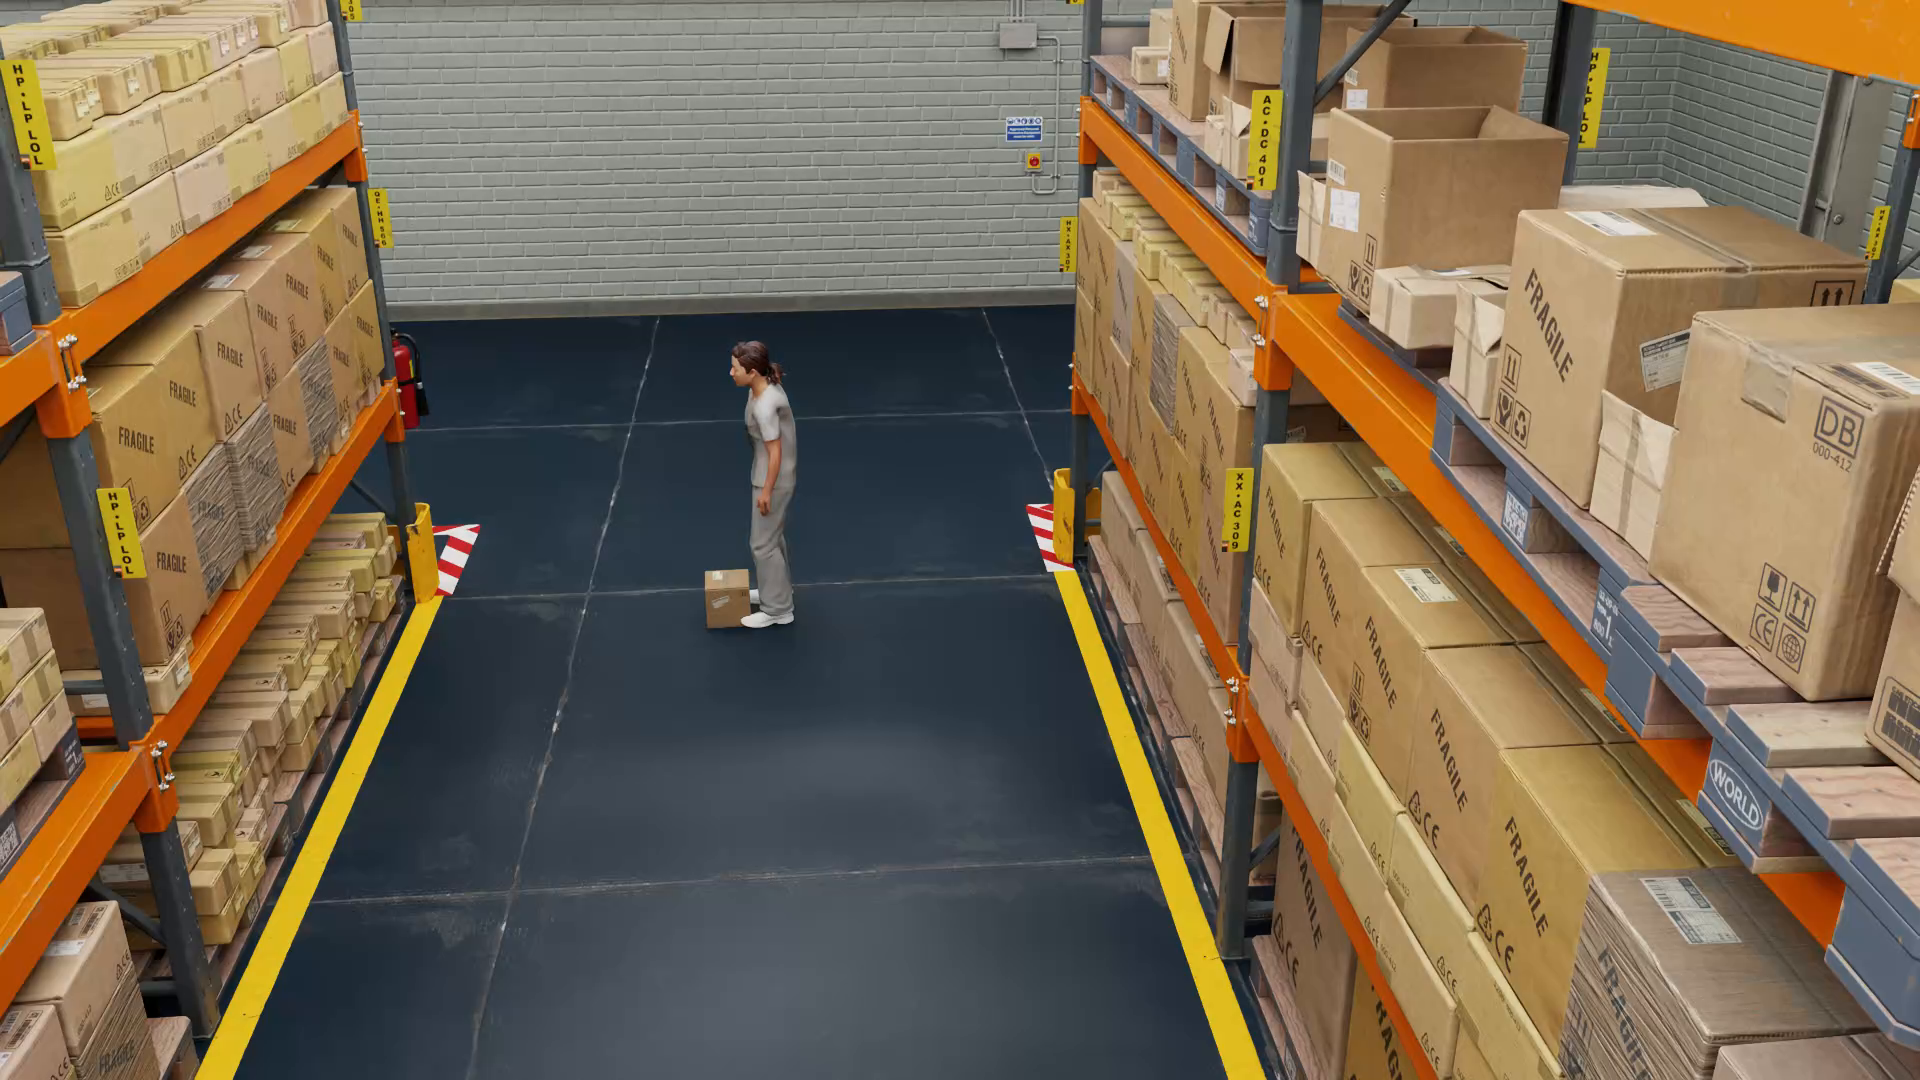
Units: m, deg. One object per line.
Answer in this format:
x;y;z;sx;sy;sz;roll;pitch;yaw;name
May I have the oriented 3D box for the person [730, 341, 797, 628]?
-1.095;-0.327;9.344;0.369;1.671;0.507;-4;24;-8;person
